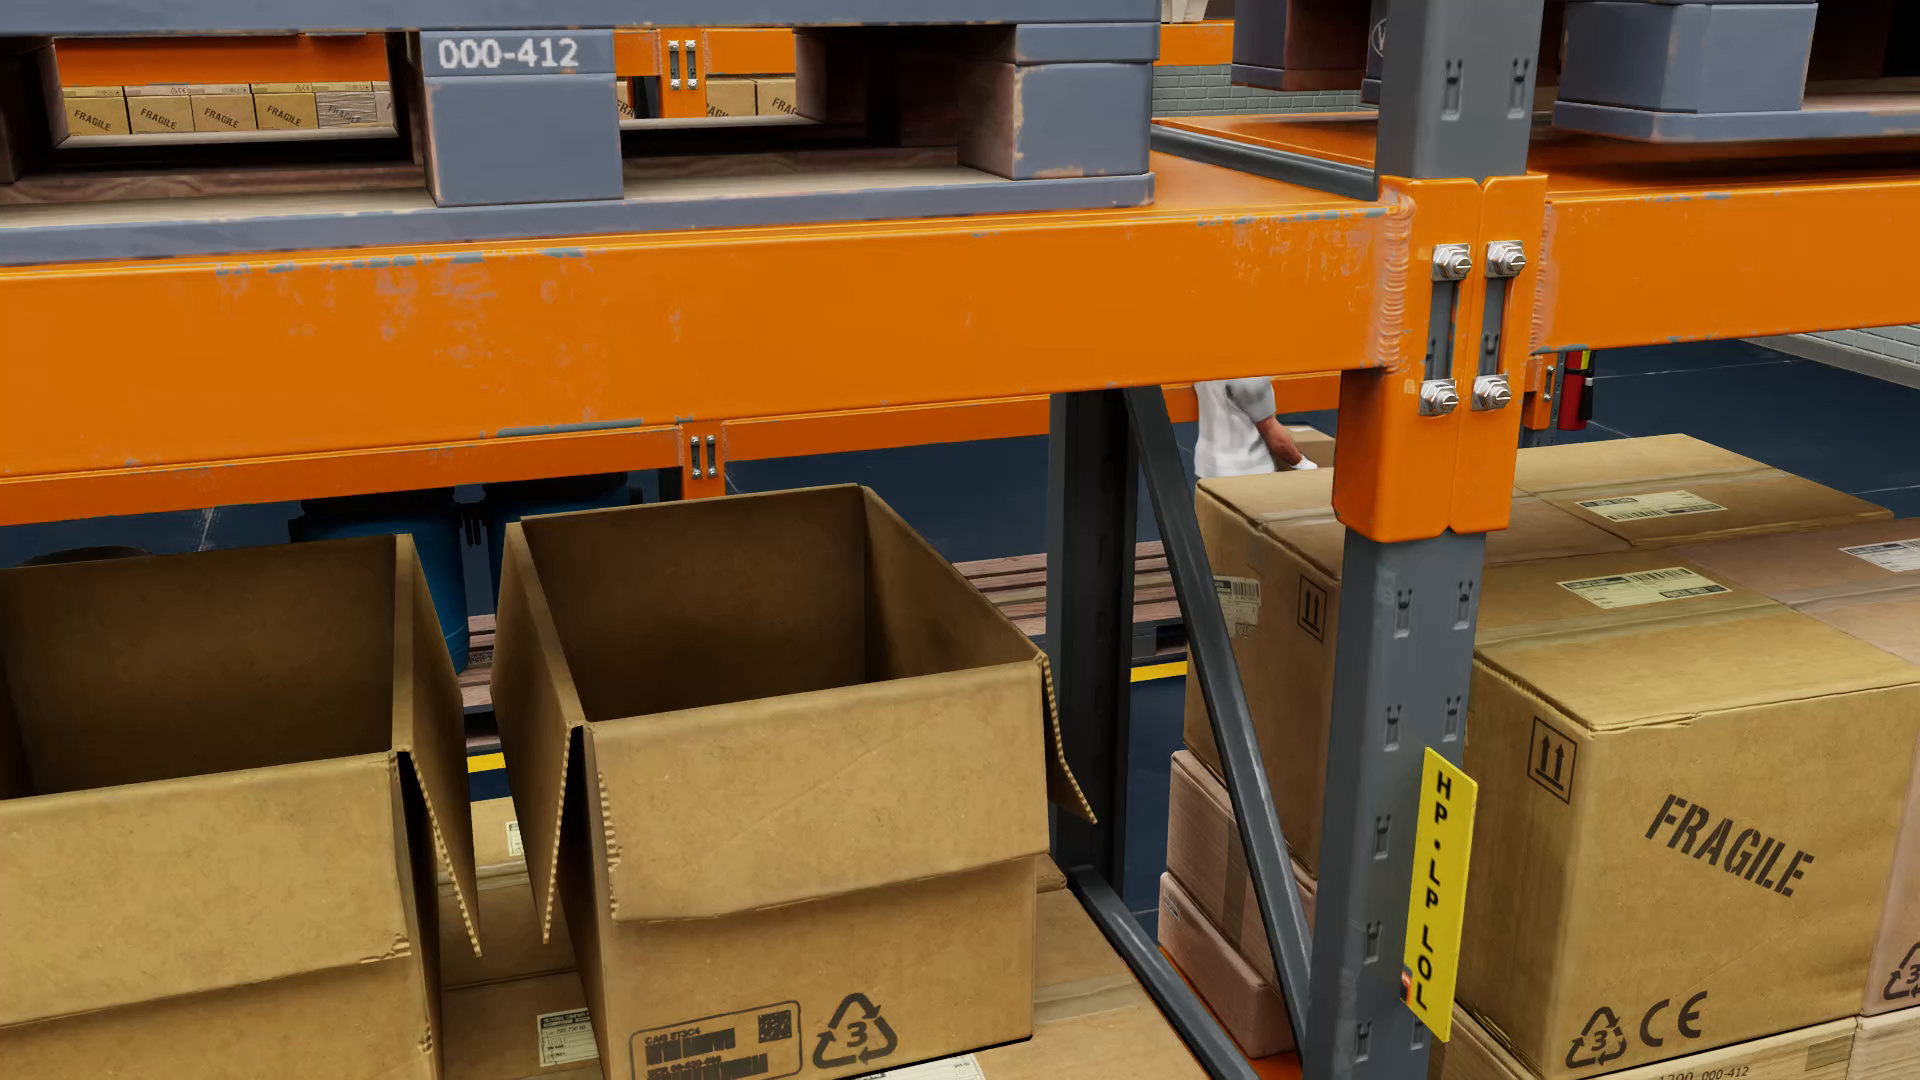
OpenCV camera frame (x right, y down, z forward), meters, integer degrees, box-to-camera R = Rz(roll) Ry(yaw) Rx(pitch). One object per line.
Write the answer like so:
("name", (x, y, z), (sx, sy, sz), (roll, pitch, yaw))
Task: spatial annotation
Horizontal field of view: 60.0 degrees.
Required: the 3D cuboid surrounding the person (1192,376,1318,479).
("person", (1.278, -0.256, 7.264), (0.538, 1.793, 0.519), (-6, 20, -17))
